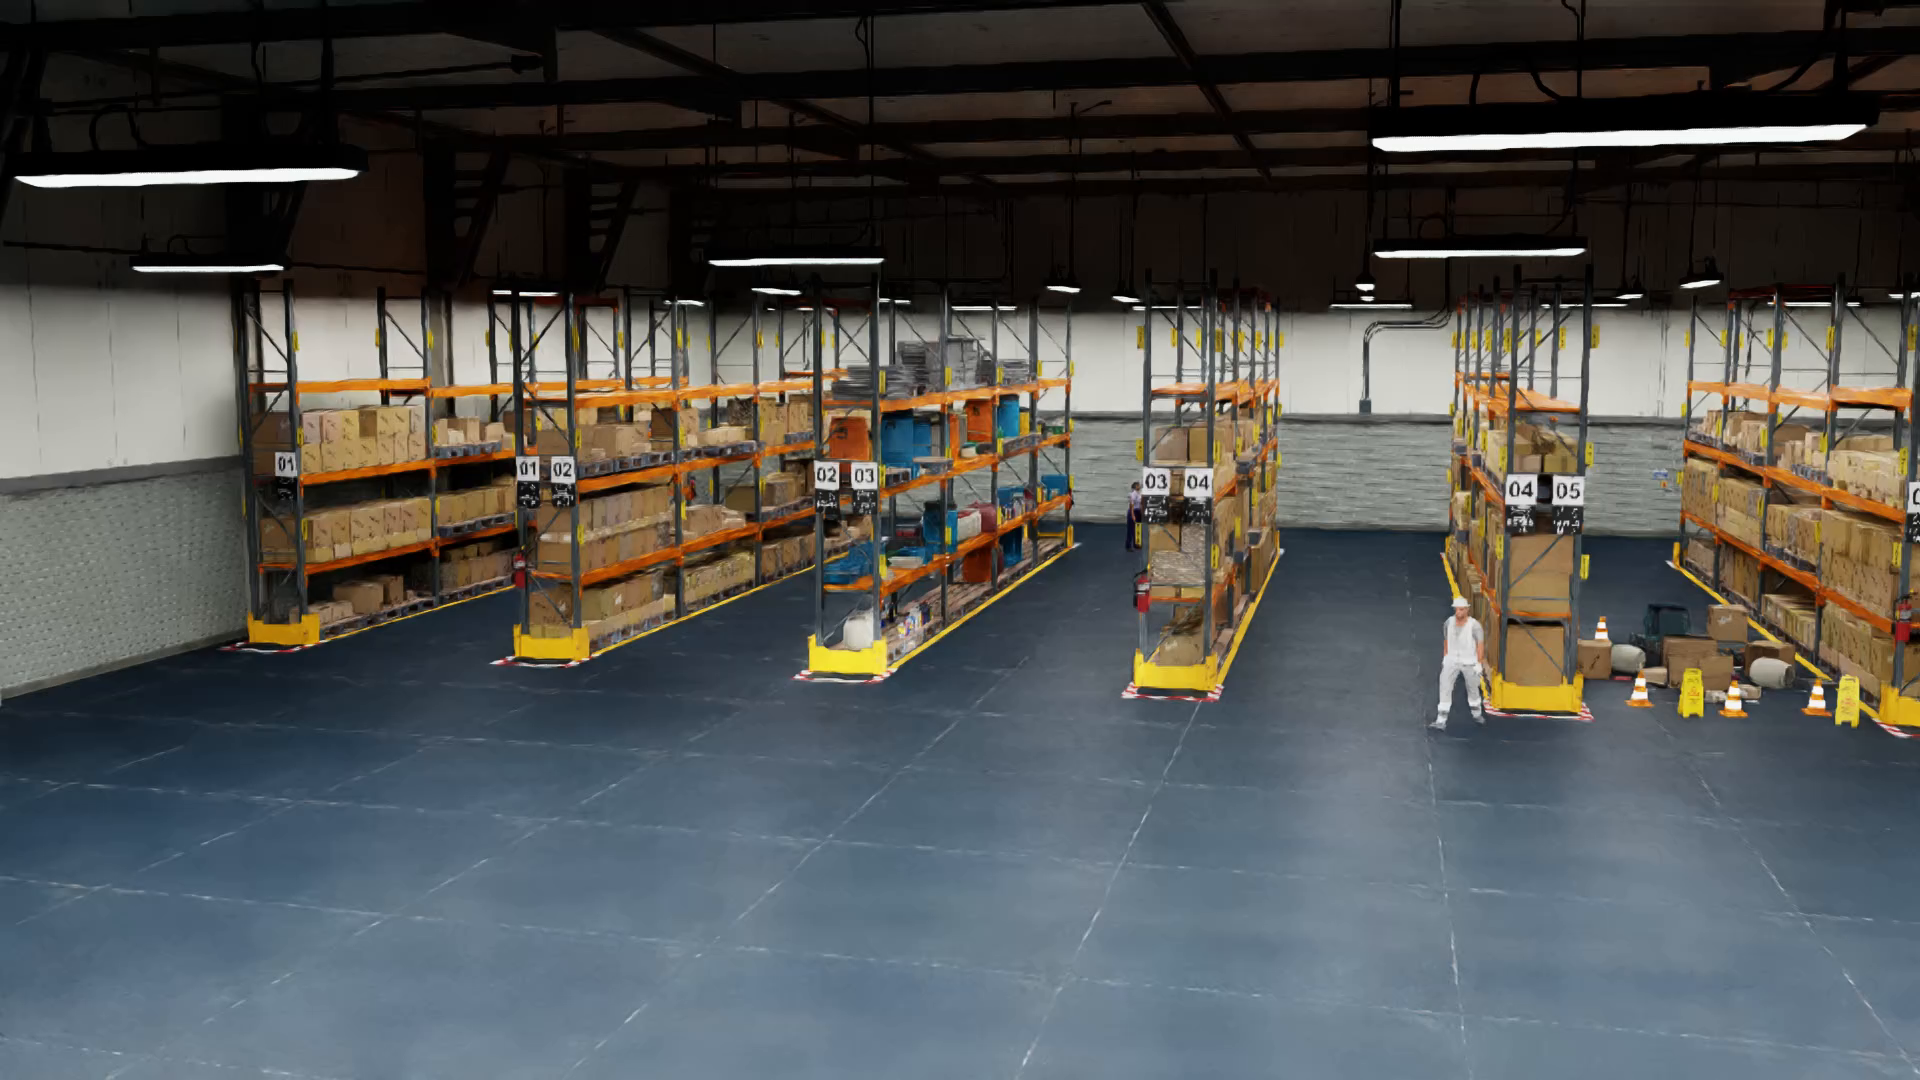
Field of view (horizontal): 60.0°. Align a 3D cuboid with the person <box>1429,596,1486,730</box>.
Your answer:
[{"bbox_3d":[6.477,1.581,21.500,0.590,1.744,0.985,5,8,36],"label":"person"}]

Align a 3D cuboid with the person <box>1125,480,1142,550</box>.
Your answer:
[{"bbox_3d":[4.200,-0.603,39.858,0.391,1.655,0.588,4,8,27],"label":"person"}]

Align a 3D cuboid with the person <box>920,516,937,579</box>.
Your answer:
[{"bbox_3d":[-0.615,0.006,35.050,0.497,1.583,1.090,2,7,17],"label":"person"}]
